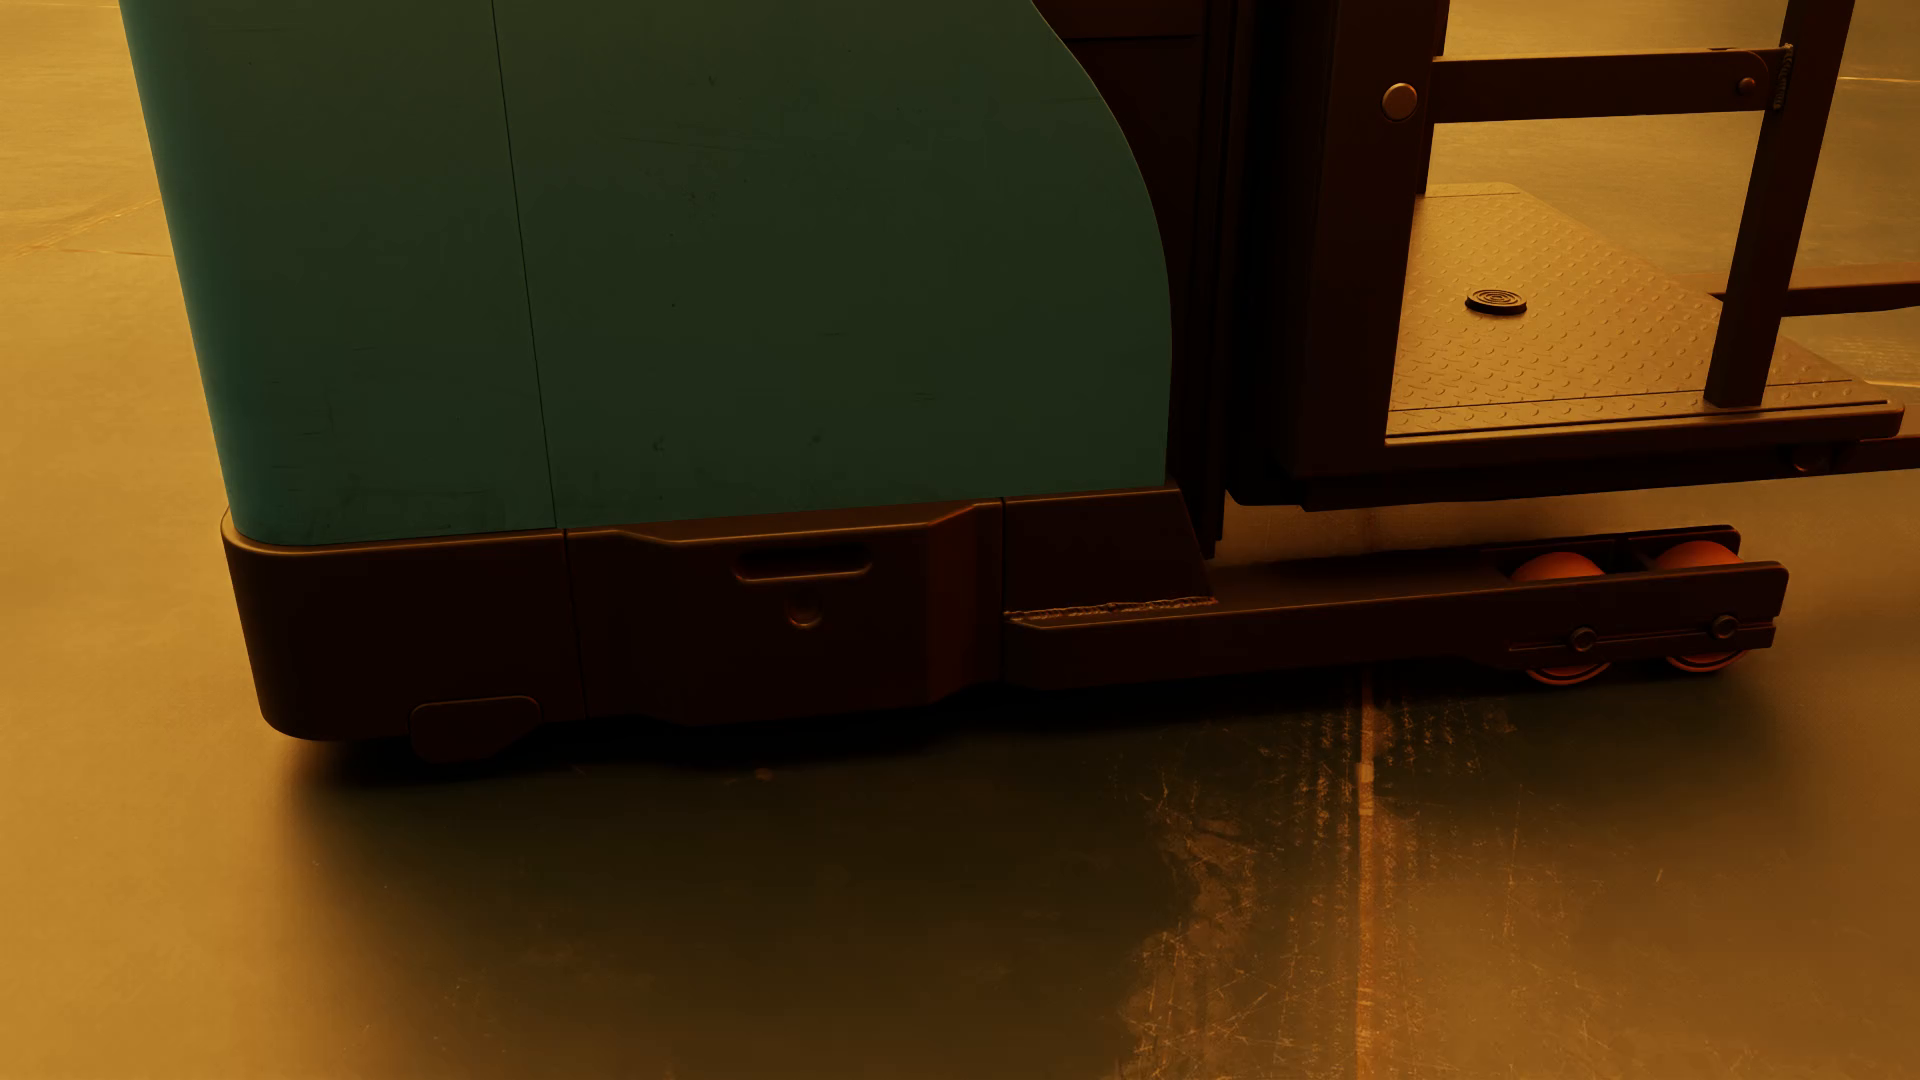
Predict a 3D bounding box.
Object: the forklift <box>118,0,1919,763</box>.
[{"bbox_3d":[0.600,-1.354,1.930,3.031,2.935,1.130,-4,27,-9],"label":"forklift"}]
